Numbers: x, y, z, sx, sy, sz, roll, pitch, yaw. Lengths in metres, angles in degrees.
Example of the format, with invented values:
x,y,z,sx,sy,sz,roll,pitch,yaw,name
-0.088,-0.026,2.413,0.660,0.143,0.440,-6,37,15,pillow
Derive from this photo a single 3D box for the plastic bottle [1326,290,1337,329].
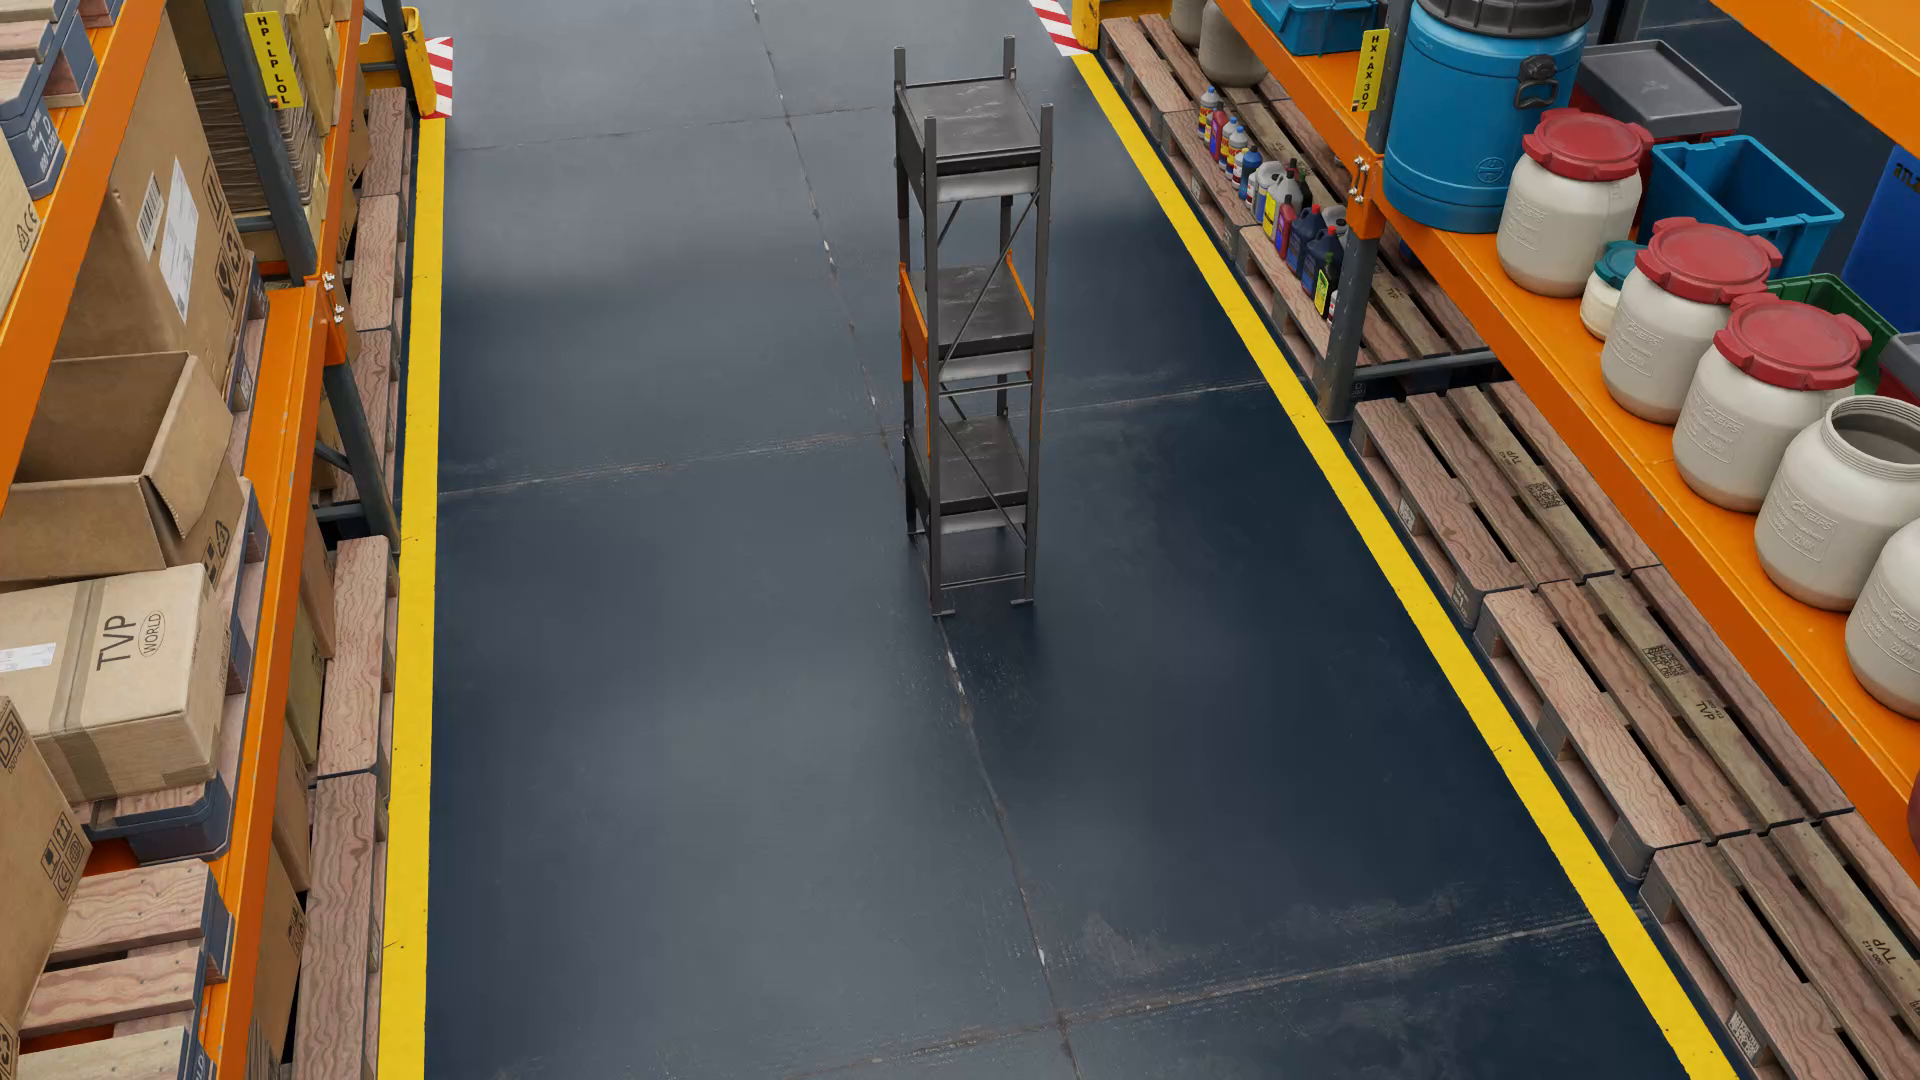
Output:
x,y,z,sx,sy,sz,roll,pitch,yaw,name
1.705,-1.046,7.446,0.097,0.201,0.097,0,42,0,plastic bottle

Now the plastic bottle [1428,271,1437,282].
x,y,z,sx,sy,sz,roll,pitch,yaw,name
2.246,-1.346,7.721,0.061,0.283,0.133,-8,42,-9,plastic bottle

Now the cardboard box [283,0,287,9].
x,y,z,sx,sy,sz,roll,pitch,yaw,name
-2.707,-2.202,5.919,0.500,0.500,0.500,-8,42,-9,cardboard box

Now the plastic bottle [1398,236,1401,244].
x,y,z,sx,sy,sz,roll,pitch,yaw,name
2.169,-1.541,7.950,0.097,0.271,0.097,0,42,0,plastic bottle

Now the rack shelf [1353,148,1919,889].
x,y,z,sx,sy,sz,roll,pitch,yaw,name
2.519,-0.172,5.226,1.077,0.370,4.000,-8,42,-9,rack shelf

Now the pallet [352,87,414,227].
x,y,z,sx,sy,sz,roll,pitch,yaw,name
-3.455,-1.997,8.841,1.003,0.211,1.213,-8,42,-9,pallet

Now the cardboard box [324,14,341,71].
x,y,z,sx,sy,sz,roll,pitch,yaw,name
-2.839,-2.087,7.031,0.380,0.149,0.250,-8,42,-9,cardboard box

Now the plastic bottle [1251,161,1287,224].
x,y,z,sx,sy,sz,roll,pitch,yaw,name
1.524,-1.699,8.125,0.152,0.276,0.135,-8,42,-8,plastic bottle

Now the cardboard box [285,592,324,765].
x,y,z,sx,sy,sz,roll,pitch,yaw,name
-2.553,0.455,5.529,0.700,0.500,0.500,-9,42,-10,cardboard box

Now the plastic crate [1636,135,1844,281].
x,y,z,sx,sy,sz,roll,pitch,yaw,name
2.629,-1.061,5.698,0.392,0.384,0.575,-8,42,-9,plastic crate

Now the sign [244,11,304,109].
x,y,z,sx,sy,sz,roll,pitch,yaw,name
-2.208,-1.543,5.356,0.100,0.325,0.005,-8,42,-9,sign

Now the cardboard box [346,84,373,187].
x,y,z,sx,sy,sz,roll,pitch,yaw,name
-3.331,-2.053,8.370,0.500,0.500,0.500,2,42,2,cardboard box

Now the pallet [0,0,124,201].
x,y,z,sx,sy,sz,roll,pitch,yaw,name
-2.493,-0.992,3.490,1.213,0.211,1.003,-8,42,-9,pallet

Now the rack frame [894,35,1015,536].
x,y,z,sx,sy,sz,roll,pitch,yaw,name
-0.017,-0.836,6.110,0.400,2.100,0.015,-8,42,-9,rack frame

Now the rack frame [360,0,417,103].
x,y,z,sx,sy,sz,roll,pitch,yaw,name
-3.612,-3.621,8.569,1.000,3.000,0.127,-8,42,-9,rack frame

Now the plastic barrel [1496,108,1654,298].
x,y,z,sx,sy,sz,roll,pitch,yaw,name
2.080,-1.137,5.669,0.433,0.535,0.433,0,42,0,plastic barrel

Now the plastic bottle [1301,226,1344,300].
x,y,z,sx,sy,sz,roll,pitch,yaw,name
1.667,-1.288,7.605,0.144,0.351,0.185,-9,42,-10,plastic bottle

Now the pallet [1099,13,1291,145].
x,y,z,sx,sy,sz,roll,pitch,yaw,name
1.456,-2.718,9.653,1.003,0.211,1.213,-8,42,-9,pallet

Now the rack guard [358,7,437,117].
x,y,z,sx,sy,sz,roll,pitch,yaw,name
-3.596,-2.637,9.344,1.175,0.500,0.348,-8,42,-9,rack guard

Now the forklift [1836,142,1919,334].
x,y,z,sx,sy,sz,roll,pitch,yaw,name
4.861,-1.197,5.891,1.130,2.935,3.031,-9,42,-10,forklift

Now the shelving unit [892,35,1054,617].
x,y,z,sx,sy,sz,roll,pitch,yaw,name
0.036,-0.678,5.932,0.431,2.100,0.503,-8,42,-9,shelving unit

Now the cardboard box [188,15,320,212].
x,y,z,sx,sy,sz,roll,pitch,yaw,name
-2.786,-1.477,5.855,0.875,0.500,0.500,-8,42,-9,cardboard box

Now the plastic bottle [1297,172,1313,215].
x,y,z,sx,sy,sz,roll,pitch,yaw,name
1.650,-1.628,8.039,0.061,0.283,0.133,-8,42,-9,plastic bottle

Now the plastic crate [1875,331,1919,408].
x,y,z,sx,sy,sz,roll,pitch,yaw,name
2.901,-0.260,4.735,0.402,0.464,0.583,-8,42,-9,plastic crate

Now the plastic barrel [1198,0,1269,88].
x,y,z,sx,sy,sz,roll,pitch,yaw,name
1.549,-2.817,9.221,0.421,0.512,0.421,0,42,0,plastic barrel

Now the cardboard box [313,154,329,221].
x,y,z,sx,sy,sz,roll,pitch,yaw,name
-2.543,-1.280,6.122,0.380,0.149,0.250,-8,42,-9,cardboard box

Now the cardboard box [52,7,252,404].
x,y,z,sx,sy,sz,roll,pitch,yaw,name
-2.714,-0.874,4.707,1.000,1.000,1.000,-8,42,-9,cardboard box

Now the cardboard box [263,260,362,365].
x,y,z,sx,sy,sz,roll,pitch,yaw,name
-2.927,-0.885,7.054,0.500,0.500,0.500,4,42,4,cardboard box

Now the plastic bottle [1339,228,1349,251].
x,y,z,sx,sy,sz,roll,pitch,yaw,name
1.808,-1.308,7.628,0.144,0.351,0.185,-8,42,-9,plastic bottle

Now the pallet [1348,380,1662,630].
x,y,z,sx,sy,sz,roll,pitch,yaw,name
2.295,-0.191,6.806,1.003,0.211,1.213,-8,42,-9,pallet

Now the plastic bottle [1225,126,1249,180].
x,y,z,sx,sy,sz,roll,pitch,yaw,name
1.406,-1.968,8.431,0.097,0.271,0.097,0,42,0,plastic bottle

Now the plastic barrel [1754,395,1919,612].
x,y,z,sx,sy,sz,roll,pitch,yaw,name
2.429,-0.096,4.514,0.421,0.512,0.421,0,42,0,plastic barrel

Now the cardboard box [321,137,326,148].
x,y,z,sx,sy,sz,roll,pitch,yaw,name
-2.687,-1.599,6.481,0.380,0.149,0.250,-8,42,-9,cardboard box

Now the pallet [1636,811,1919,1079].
x,y,z,sx,sy,sz,roll,pitch,yaw,name
2.821,1.390,5.025,1.003,0.211,1.213,-8,42,-9,pallet

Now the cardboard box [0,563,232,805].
x,y,z,sx,sy,sz,roll,pitch,yaw,name
-2.023,0.345,3.899,0.500,0.250,0.500,-9,42,-10,cardboard box

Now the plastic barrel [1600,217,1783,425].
x,y,z,sx,sy,sz,roll,pitch,yaw,name
2.238,-0.661,5.133,0.433,0.535,0.433,0,42,0,plastic barrel

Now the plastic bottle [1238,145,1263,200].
x,y,z,sx,sy,sz,roll,pitch,yaw,name
1.450,-1.836,8.283,0.097,0.271,0.097,0,42,0,plastic bottle

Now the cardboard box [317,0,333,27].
x,y,z,sx,sy,sz,roll,pitch,yaw,name
-3.133,-2.446,6.947,0.875,0.500,0.500,-8,42,-9,cardboard box

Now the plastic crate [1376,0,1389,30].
x,y,z,sx,sy,sz,roll,pitch,yaw,name
2.098,-2.072,6.871,0.767,0.338,0.504,-8,42,-9,plastic crate

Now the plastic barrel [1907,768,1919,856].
x,y,z,sx,sy,sz,roll,pitch,yaw,name
2.555,0.547,3.772,0.600,0.536,0.708,-8,42,-9,plastic barrel

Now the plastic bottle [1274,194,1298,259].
x,y,z,sx,sy,sz,roll,pitch,yaw,name
1.549,-1.486,7.880,0.061,0.283,0.133,-6,42,-6,plastic bottle

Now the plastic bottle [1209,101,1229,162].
x,y,z,sx,sy,sz,roll,pitch,yaw,name
1.342,-2.110,8.582,0.061,0.283,0.133,-8,42,-9,plastic bottle

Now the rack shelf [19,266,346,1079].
x,y,z,sx,sy,sz,roll,pitch,yaw,name
-2.317,0.538,4.427,1.077,0.370,4.000,-8,42,-9,rack shelf

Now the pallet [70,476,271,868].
x,y,z,sx,sy,sz,roll,pitch,yaw,name
-2.353,0.359,4.230,1.003,0.211,1.213,-8,42,-9,pallet

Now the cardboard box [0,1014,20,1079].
x,y,z,sx,sy,sz,roll,pitch,yaw,name
-2.041,1.026,2.943,0.500,0.500,0.500,-13,43,-15,cardboard box

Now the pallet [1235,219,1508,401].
x,y,z,sx,sy,sz,roll,pitch,yaw,name
1.983,-1.136,7.871,1.003,0.211,1.213,-8,42,-9,pallet

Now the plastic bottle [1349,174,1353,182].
x,y,z,sx,sy,sz,roll,pitch,yaw,name
2.037,-1.911,8.420,0.097,0.201,0.097,0,42,0,plastic bottle

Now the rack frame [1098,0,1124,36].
x,y,z,sx,sy,sz,roll,pitch,yaw,name
1.224,-4.330,9.369,1.000,3.000,0.127,-8,42,-9,rack frame

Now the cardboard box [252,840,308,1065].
x,y,z,sx,sy,sz,roll,pitch,yaw,name
-2.311,1.180,4.713,0.700,0.500,0.500,-5,42,-6,cardboard box

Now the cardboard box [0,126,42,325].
x,y,z,sx,sy,sz,roll,pitch,yaw,name
-1.969,-0.507,2.915,0.500,0.250,0.500,-7,42,-8,cardboard box

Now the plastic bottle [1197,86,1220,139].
x,y,z,sx,sy,sz,roll,pitch,yaw,name
1.311,-2.255,8.754,0.097,0.271,0.097,0,42,0,plastic bottle

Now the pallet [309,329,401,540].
x,y,z,sx,sy,sz,roll,pitch,yaw,name
-2.928,-0.415,7.059,1.003,0.211,1.213,-8,42,-9,pallet

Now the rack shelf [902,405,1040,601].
x,y,z,sx,sy,sz,roll,pitch,yaw,name
0.036,-0.144,6.406,0.431,0.518,0.480,-8,42,-9,rack shelf
